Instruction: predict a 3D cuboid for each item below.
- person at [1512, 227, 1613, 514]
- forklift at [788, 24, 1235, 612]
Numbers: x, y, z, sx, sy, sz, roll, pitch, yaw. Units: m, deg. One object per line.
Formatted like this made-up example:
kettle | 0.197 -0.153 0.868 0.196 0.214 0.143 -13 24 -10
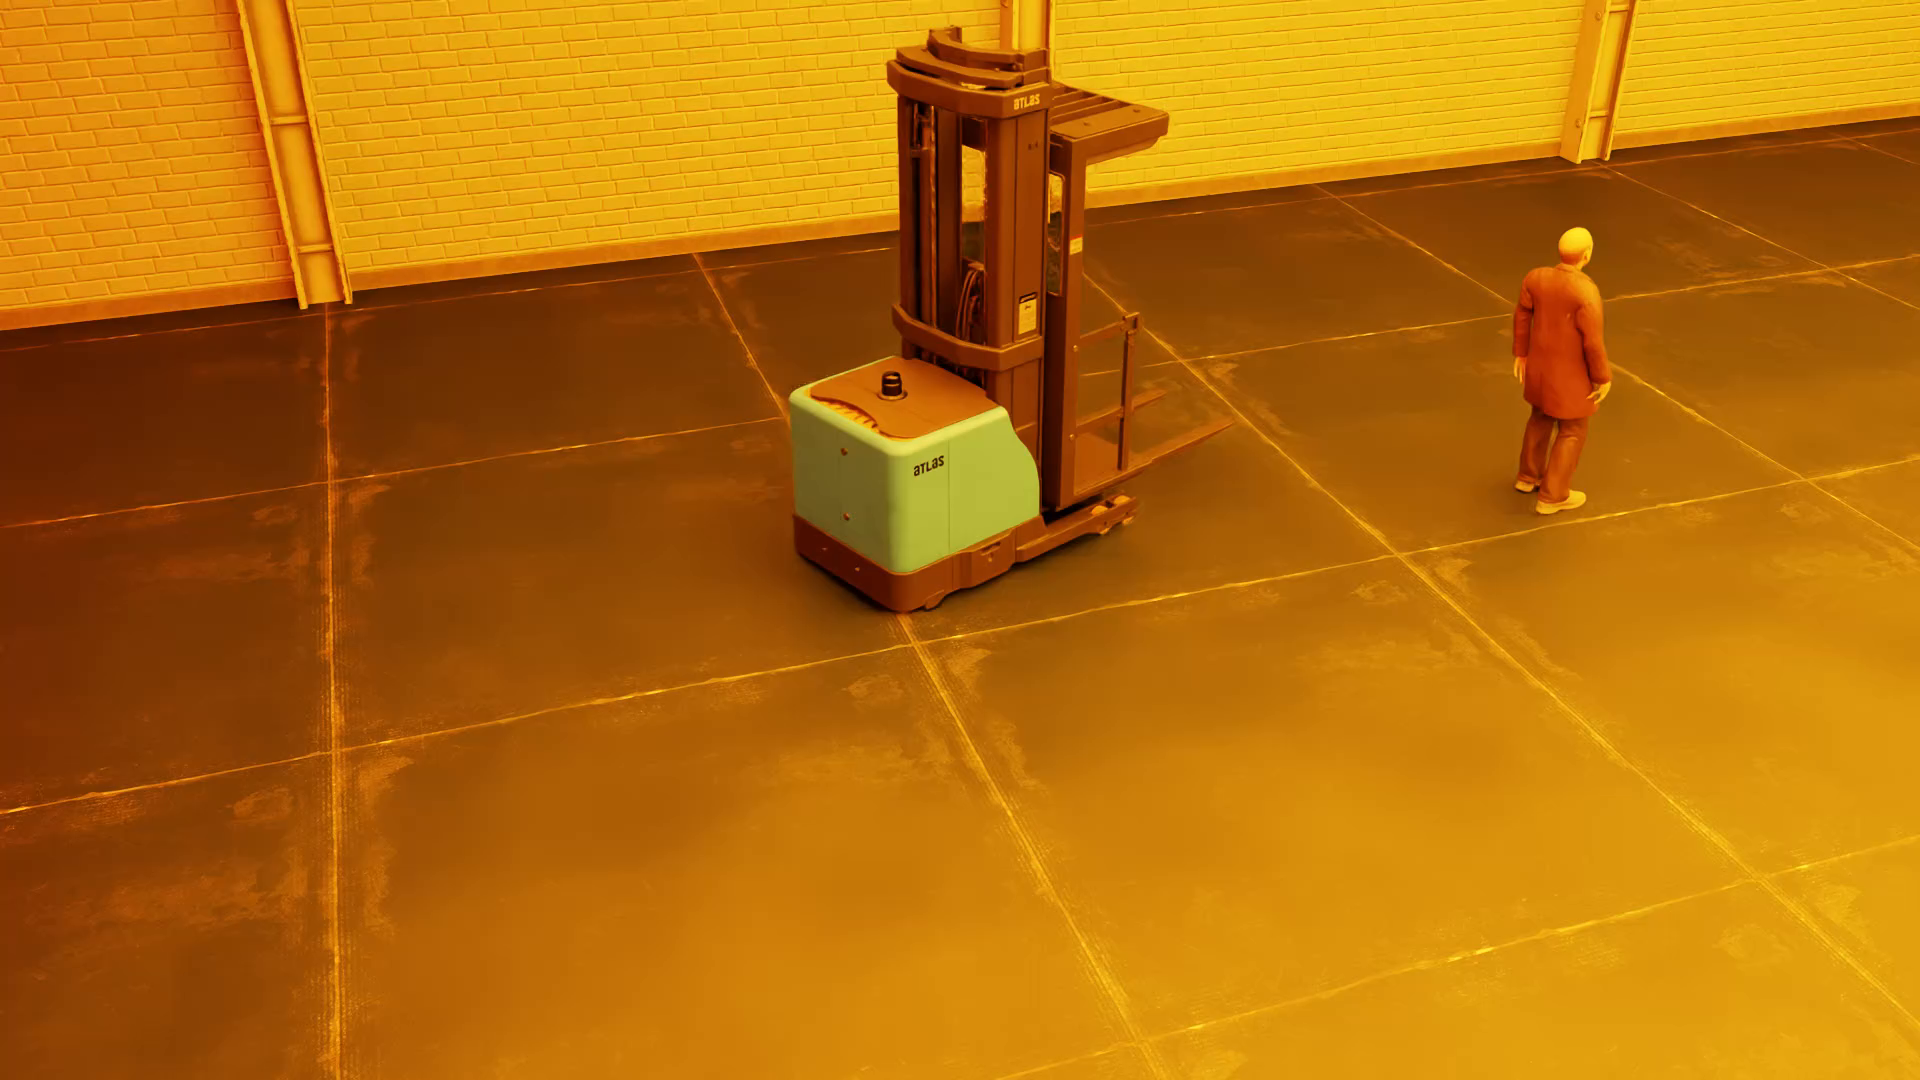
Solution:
person | 3.683 -1.030 10.068 0.511 1.802 0.681 -16 34 -26
forklift | 0.458 -1.486 9.669 3.031 2.935 1.130 -24 38 -35
